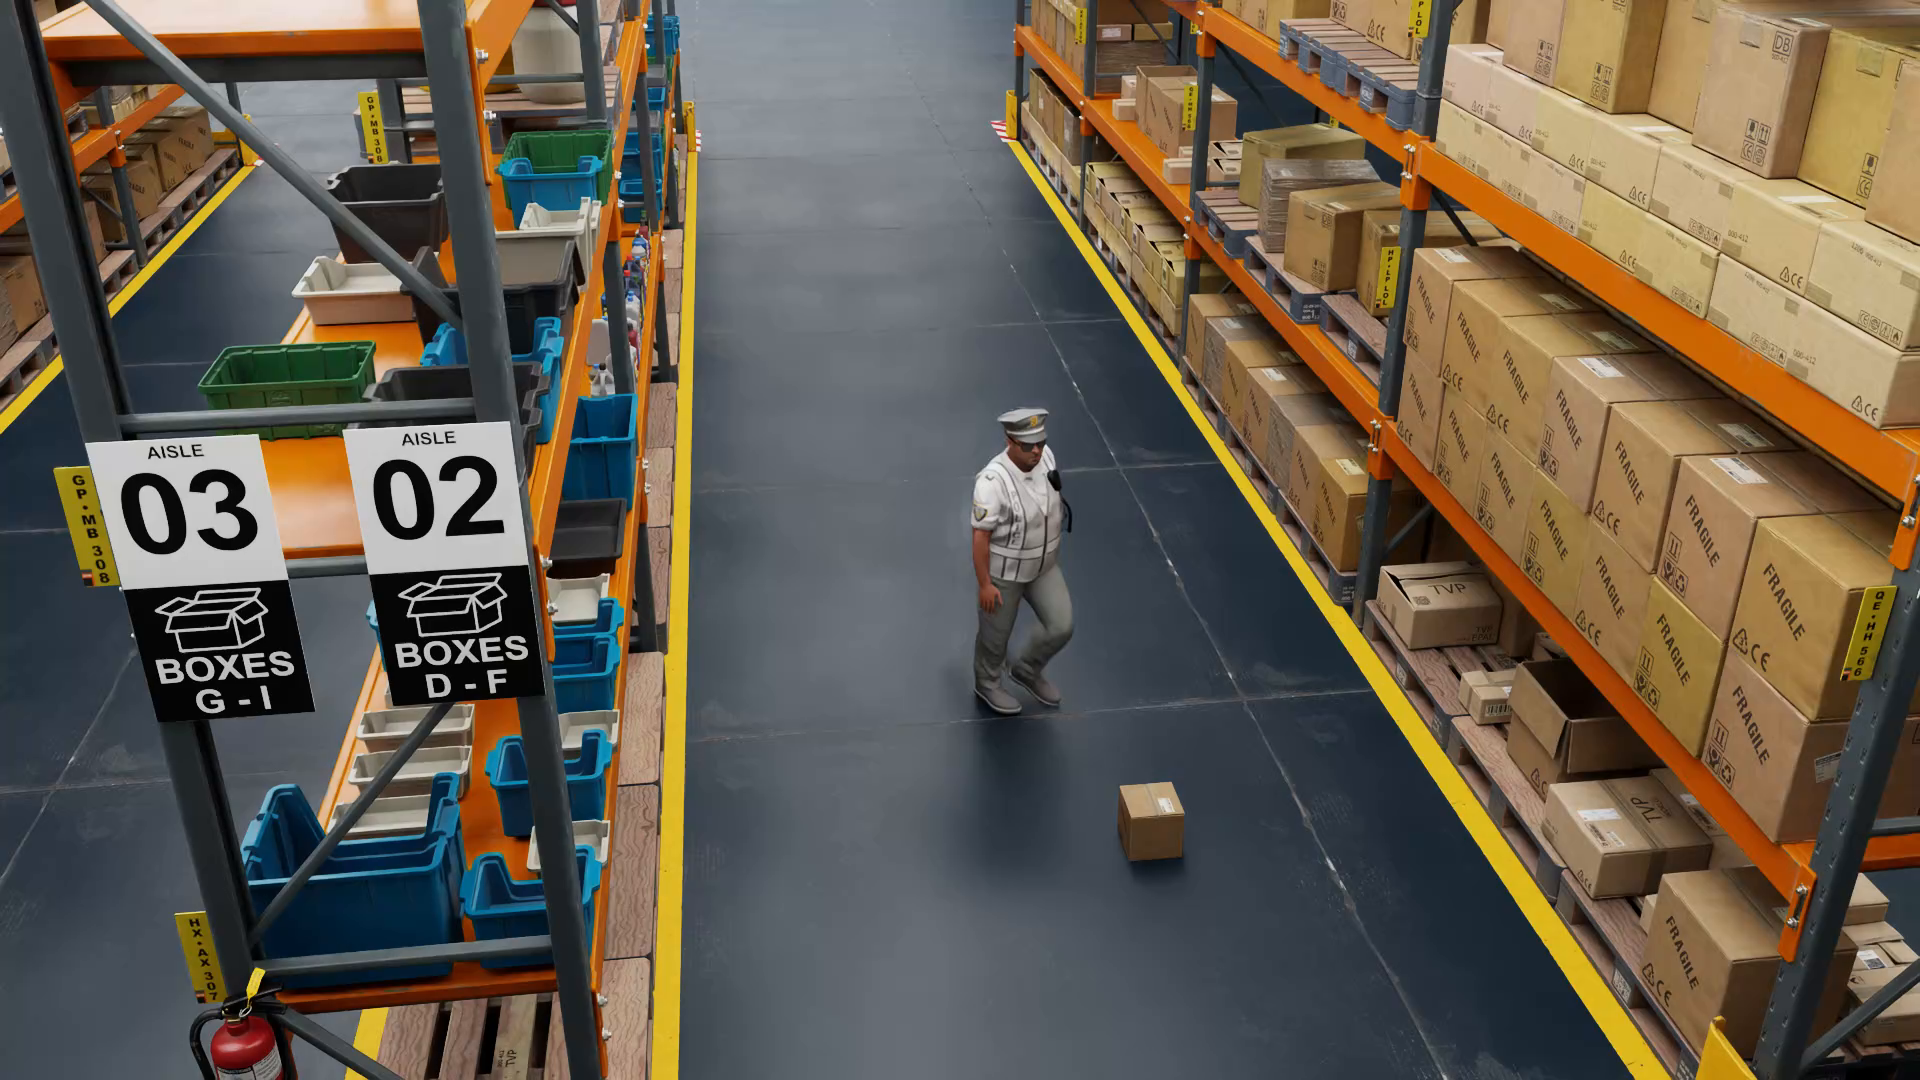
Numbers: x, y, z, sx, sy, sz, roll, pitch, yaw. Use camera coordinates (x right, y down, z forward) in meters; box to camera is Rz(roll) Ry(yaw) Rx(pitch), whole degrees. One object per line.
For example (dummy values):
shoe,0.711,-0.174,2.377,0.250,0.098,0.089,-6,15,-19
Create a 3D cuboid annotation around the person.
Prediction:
person,0.270,0.117,8.345,0.571,1.758,0.519,-20,33,-34
